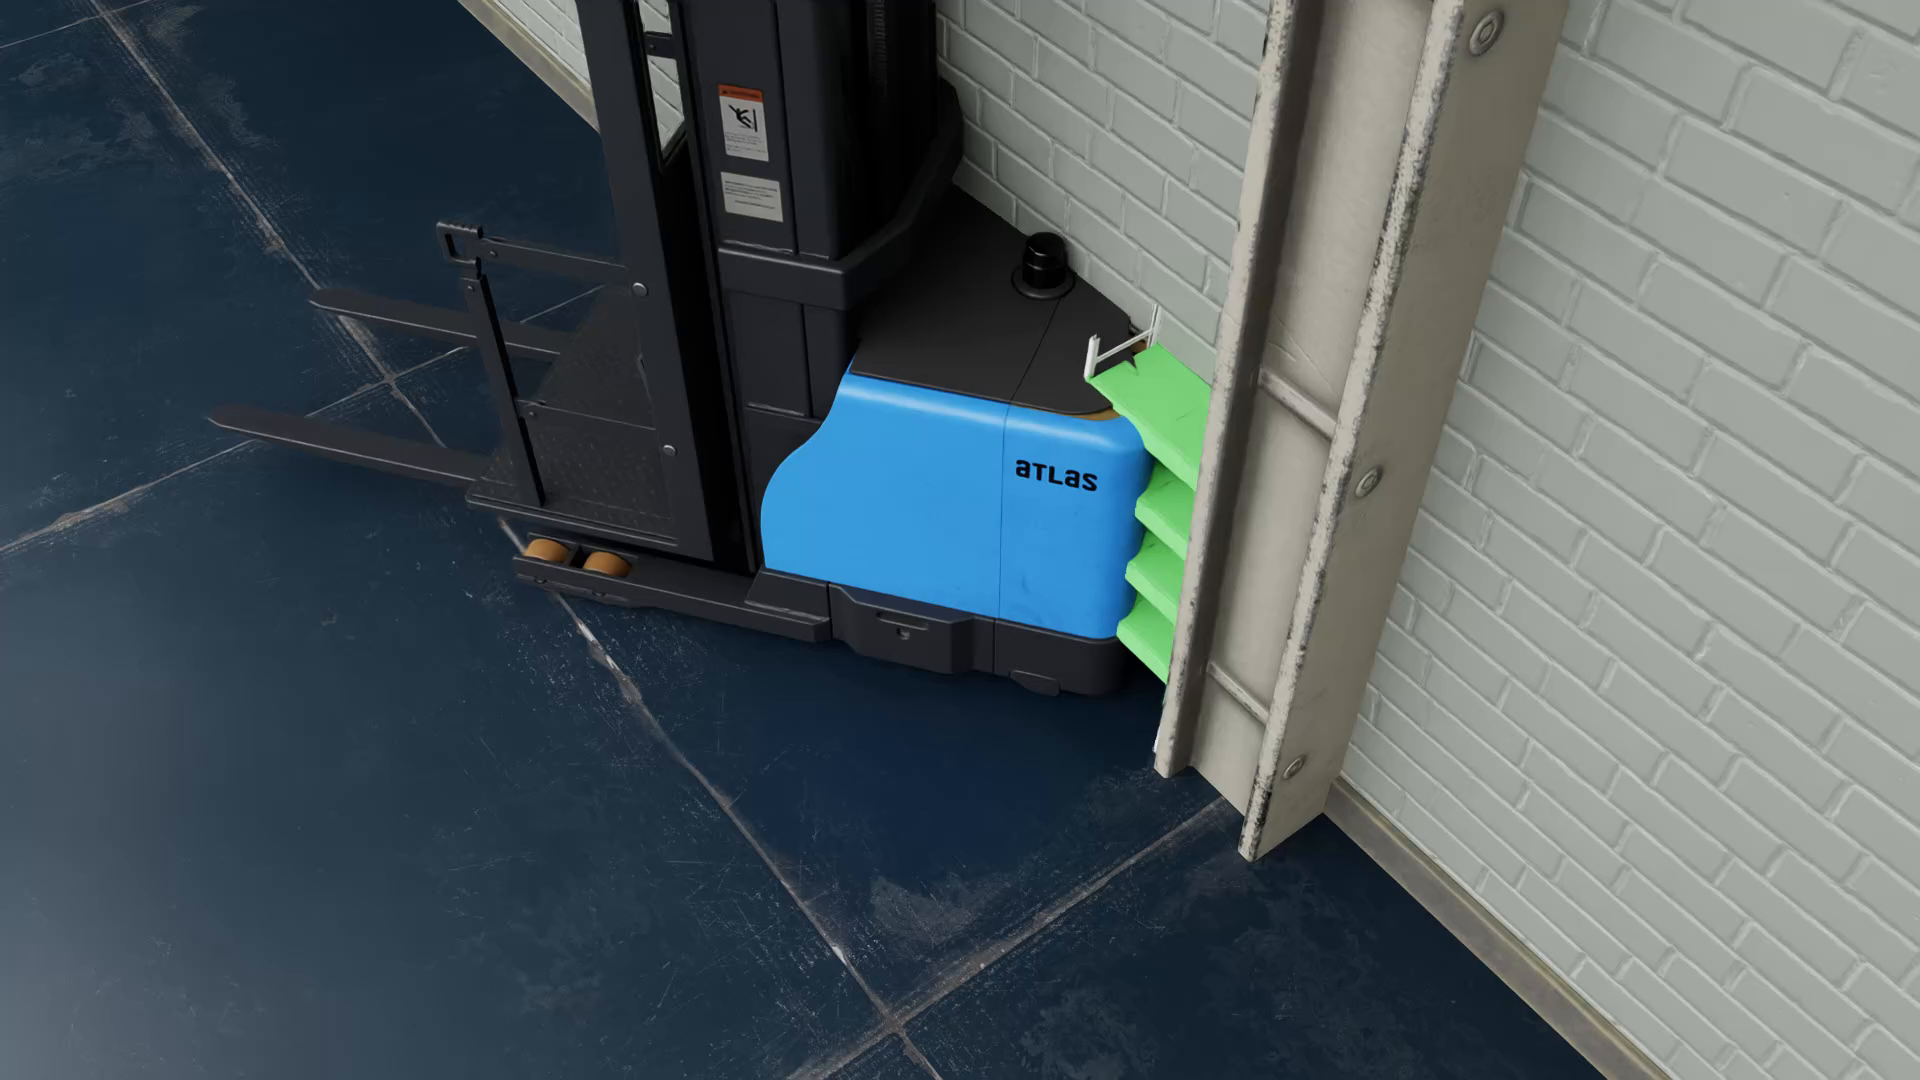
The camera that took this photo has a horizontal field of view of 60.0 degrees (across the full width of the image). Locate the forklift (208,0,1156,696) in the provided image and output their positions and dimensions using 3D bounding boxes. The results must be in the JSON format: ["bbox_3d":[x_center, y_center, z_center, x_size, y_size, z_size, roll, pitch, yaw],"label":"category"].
[{"bbox_3d":[-0.853,-1.153,4.316,3.031,2.935,1.130,12,49,11],"label":"forklift"}]

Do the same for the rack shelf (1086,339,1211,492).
[{"bbox_3d":[0.555,-0.269,4.114,0.258,0.148,0.480,-30,58,-26],"label":"rack shelf"}]

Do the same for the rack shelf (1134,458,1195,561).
[{"bbox_3d":[0.540,-0.113,4.295,0.258,0.148,0.480,-30,58,-26],"label":"rack shelf"}]

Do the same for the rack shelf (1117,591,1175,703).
[{"bbox_3d":[0.511,0.200,4.658,0.258,0.148,0.480,-30,58,-26],"label":"rack shelf"}]

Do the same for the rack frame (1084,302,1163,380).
[{"bbox_3d":[0.377,-0.148,4.545,0.240,1.200,0.015,-30,58,-26],"label":"rack frame"}]

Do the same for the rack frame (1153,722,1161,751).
[{"bbox_3d":[0.682,0.152,4.311,0.240,1.200,0.015,-30,58,-26],"label":"rack frame"}]

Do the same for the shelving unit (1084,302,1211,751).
[{"bbox_3d":[0.530,0.002,4.428,0.258,1.200,0.503,-30,58,-26],"label":"shelving unit"}]

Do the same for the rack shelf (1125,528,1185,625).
[{"bbox_3d":[0.526,0.044,4.477,0.258,0.148,0.480,-30,58,-26],"label":"rack shelf"}]
